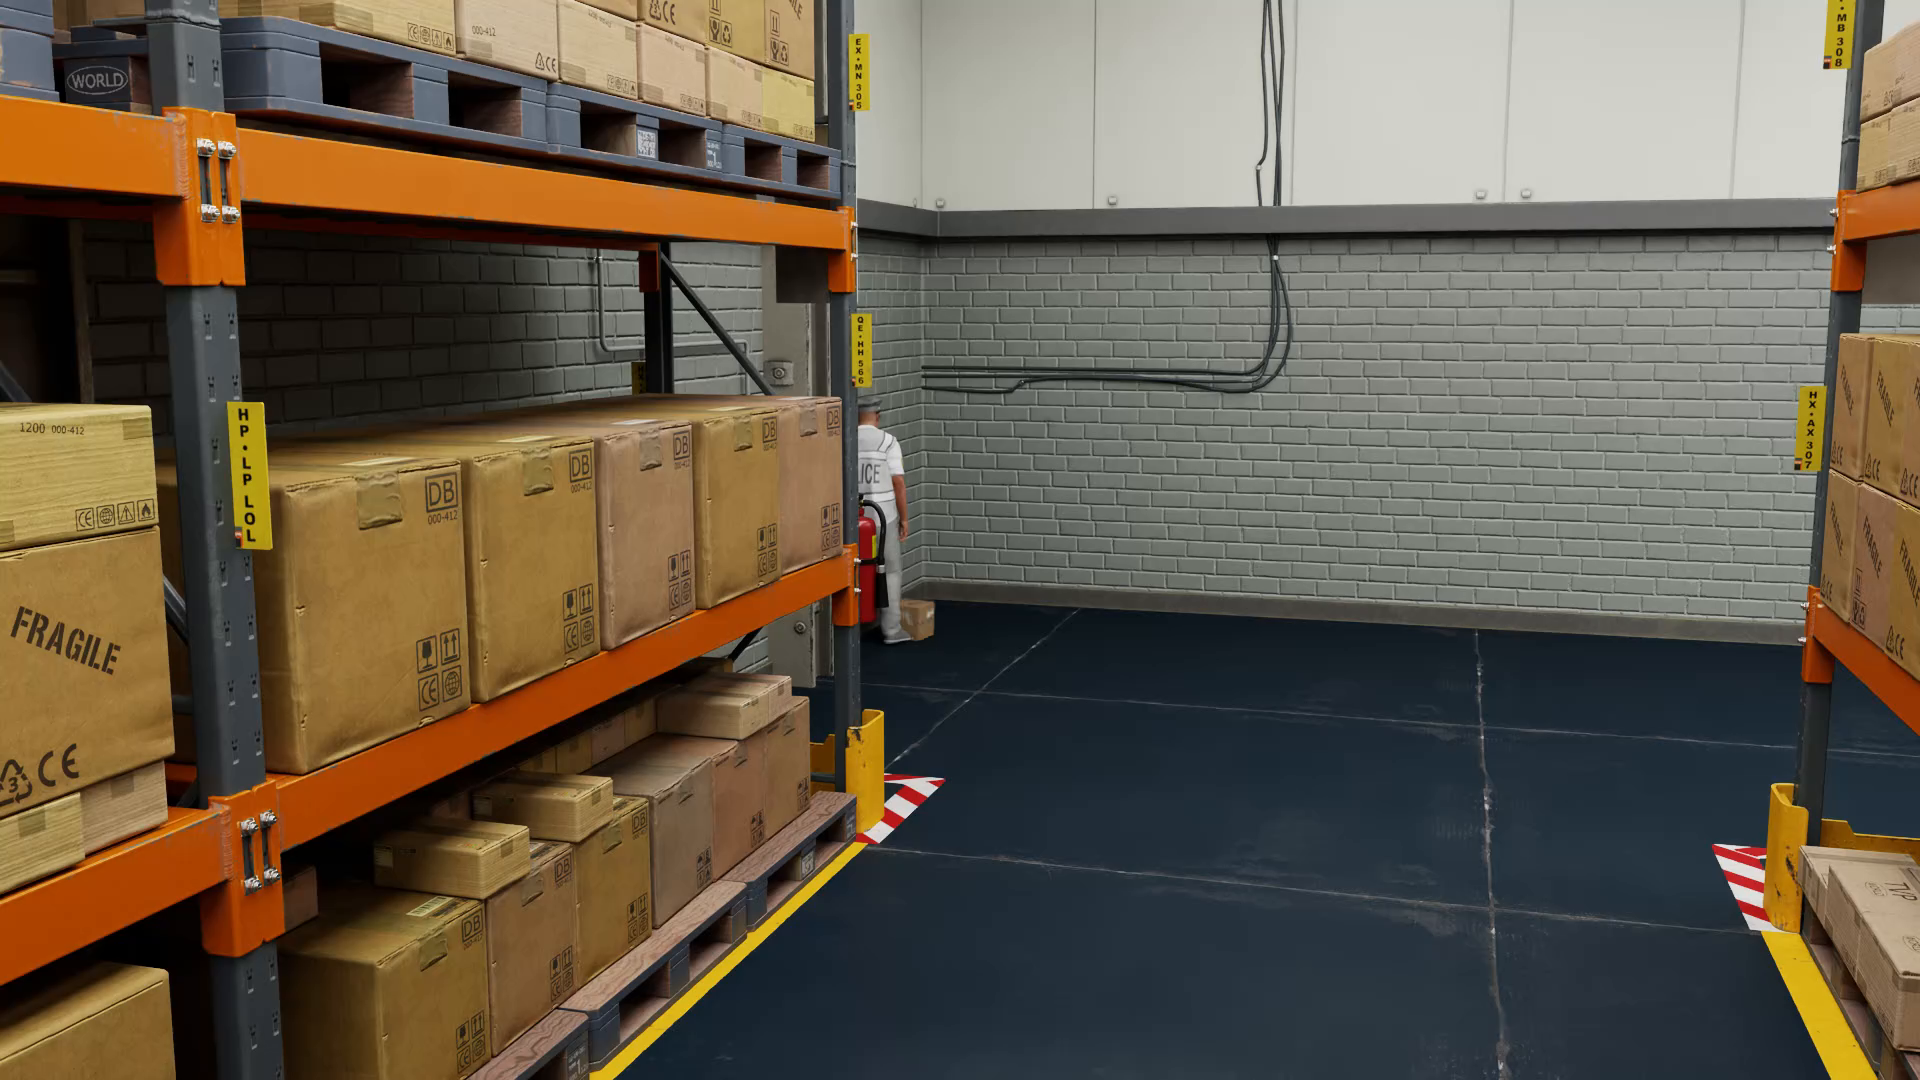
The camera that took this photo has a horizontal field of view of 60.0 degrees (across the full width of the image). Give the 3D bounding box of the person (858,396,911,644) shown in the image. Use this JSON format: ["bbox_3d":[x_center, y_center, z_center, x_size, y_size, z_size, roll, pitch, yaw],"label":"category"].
[{"bbox_3d":[-0.640,-0.144,11.800,0.589,1.746,0.524,2,9,14],"label":"person"}]
